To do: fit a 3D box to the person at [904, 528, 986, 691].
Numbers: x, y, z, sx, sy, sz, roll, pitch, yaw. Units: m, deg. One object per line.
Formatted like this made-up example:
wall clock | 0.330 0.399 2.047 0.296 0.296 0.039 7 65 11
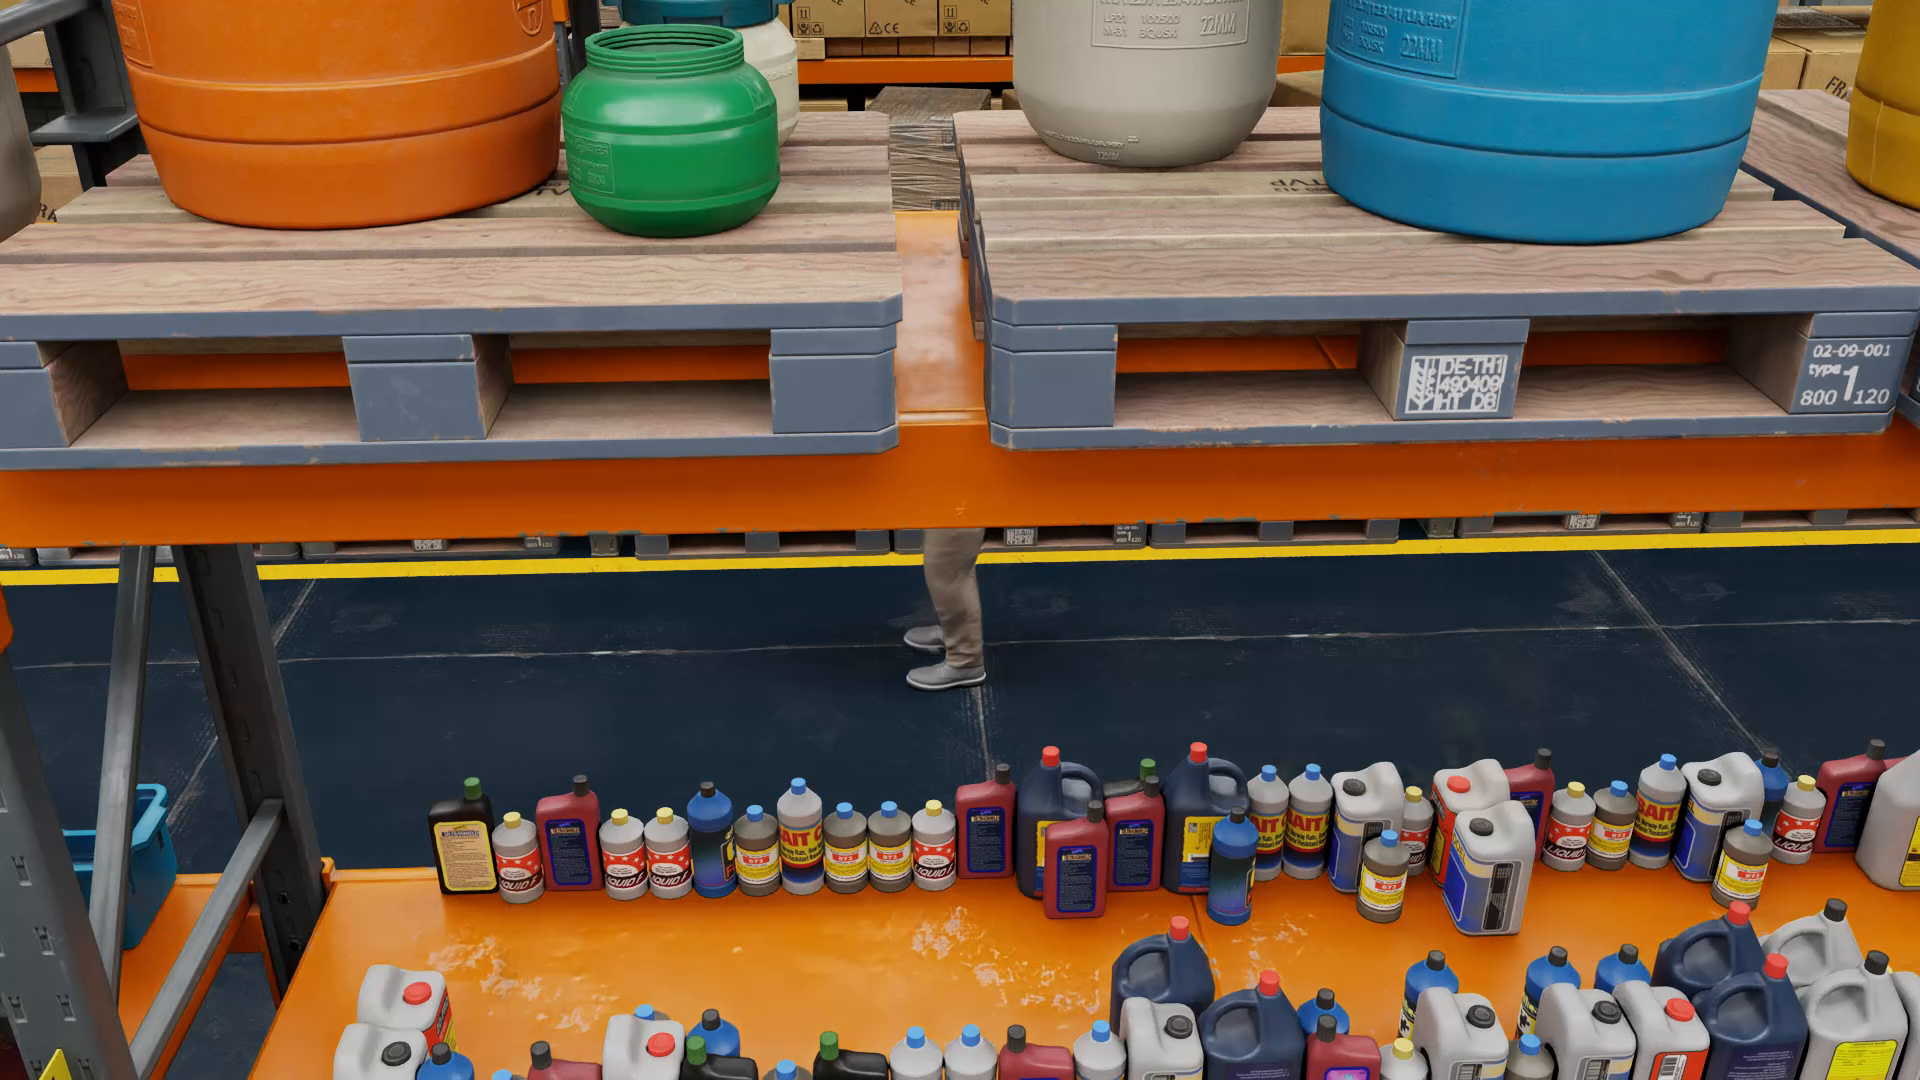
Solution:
person | -0.089 -0.240 6.592 0.496 1.732 0.527 -1 27 -2
